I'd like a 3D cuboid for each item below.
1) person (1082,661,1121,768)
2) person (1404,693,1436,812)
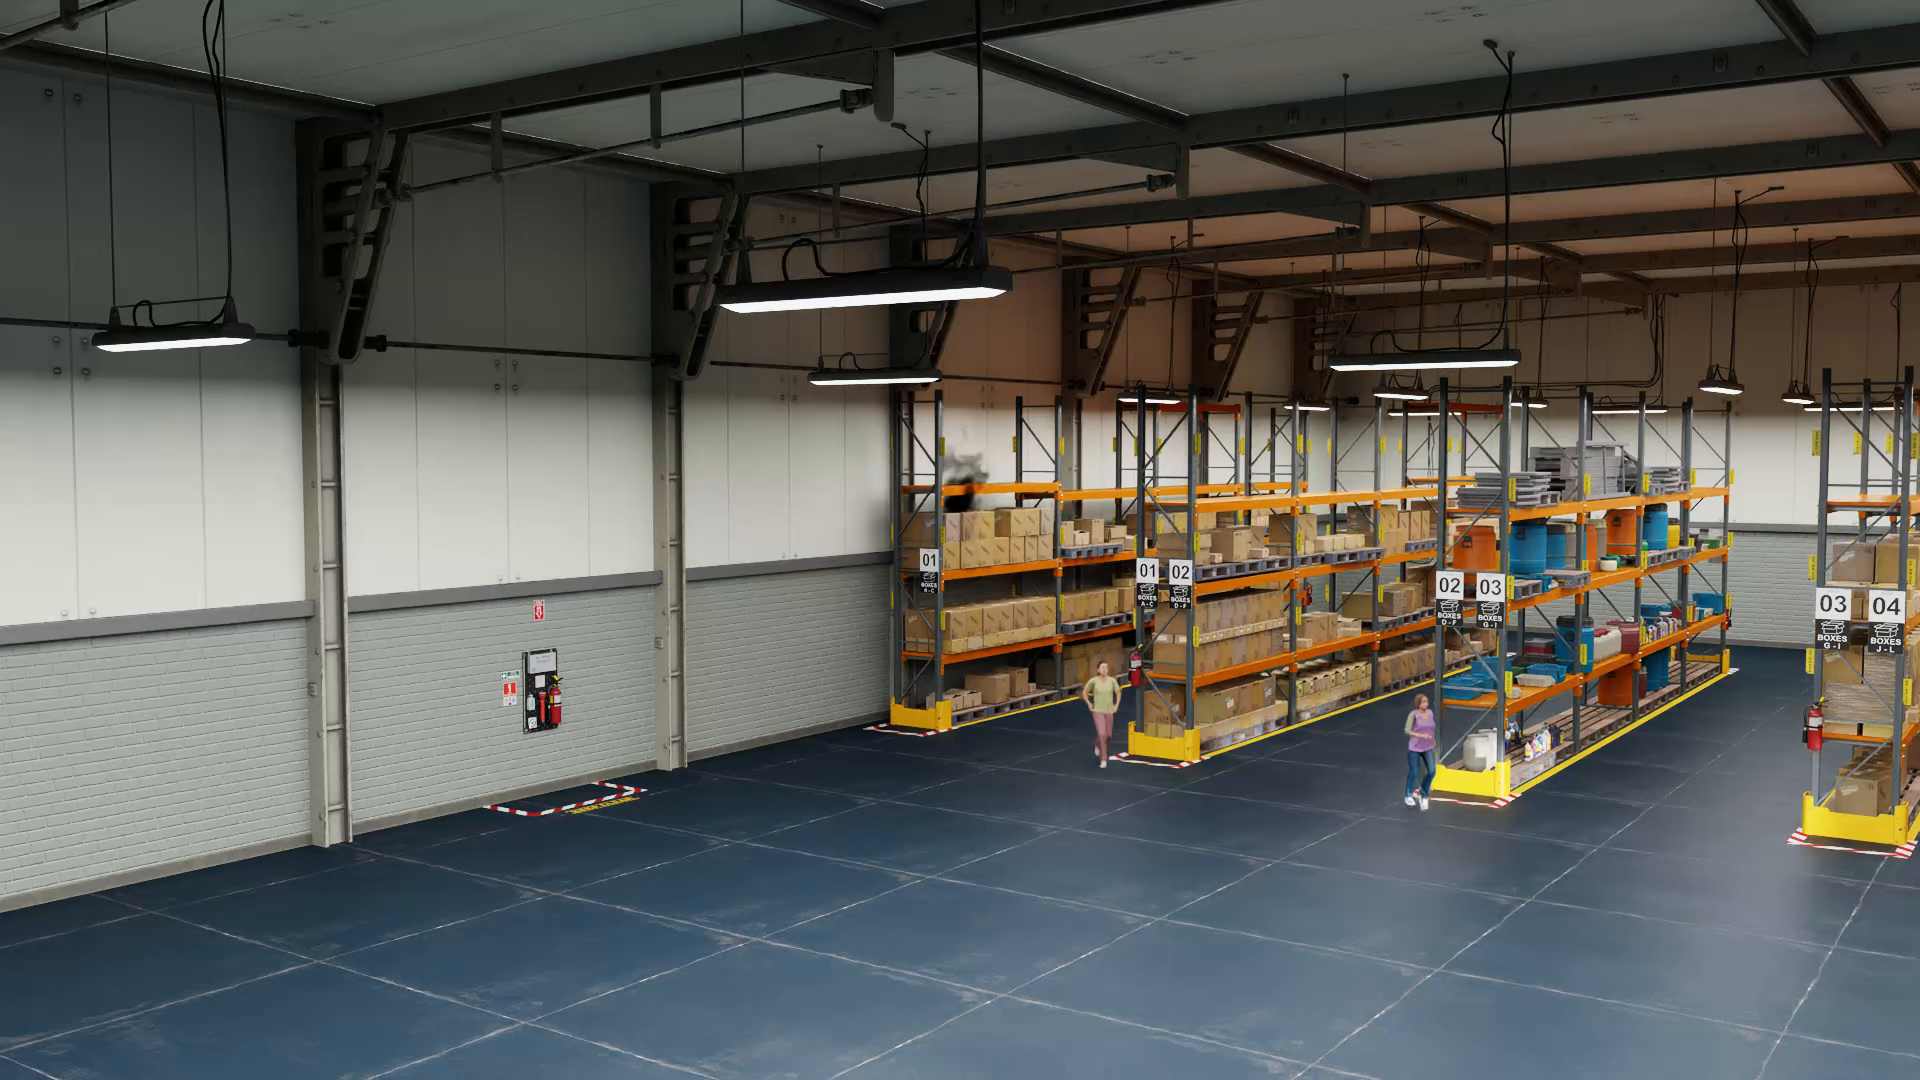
[{"bbox_3d":[2.235,2.718,26.226,0.612,1.656,0.712,-1,3,-11],"label":"person"},{"bbox_3d":[6.359,2.915,22.885,0.541,1.618,0.648,-1,3,-9],"label":"person"}]
